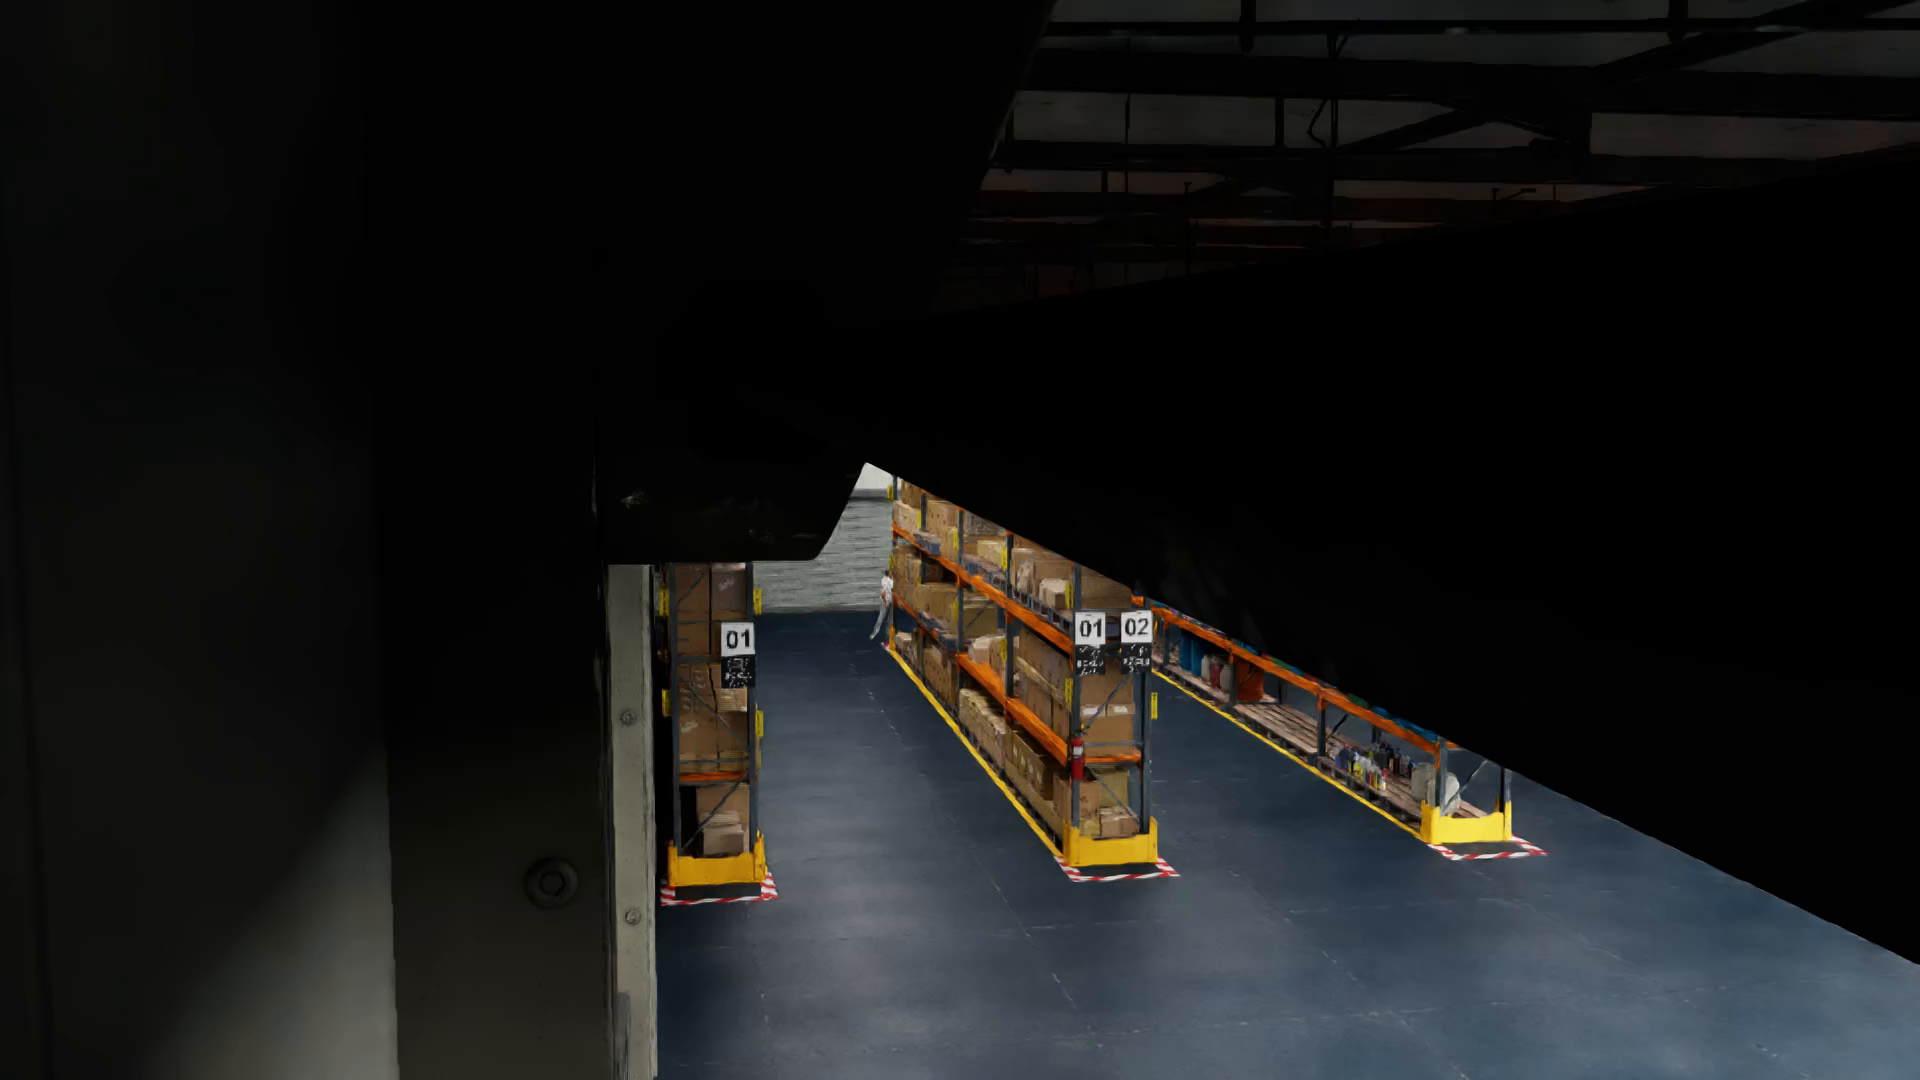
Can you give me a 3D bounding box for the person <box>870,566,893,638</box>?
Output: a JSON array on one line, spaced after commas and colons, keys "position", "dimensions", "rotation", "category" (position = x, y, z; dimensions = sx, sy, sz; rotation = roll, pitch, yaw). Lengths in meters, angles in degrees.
[{"position": [-1.721, 1.419, 37.947], "dimensions": [0.506, 1.653, 0.708], "rotation": [4, 7, 32], "category": "person"}]
